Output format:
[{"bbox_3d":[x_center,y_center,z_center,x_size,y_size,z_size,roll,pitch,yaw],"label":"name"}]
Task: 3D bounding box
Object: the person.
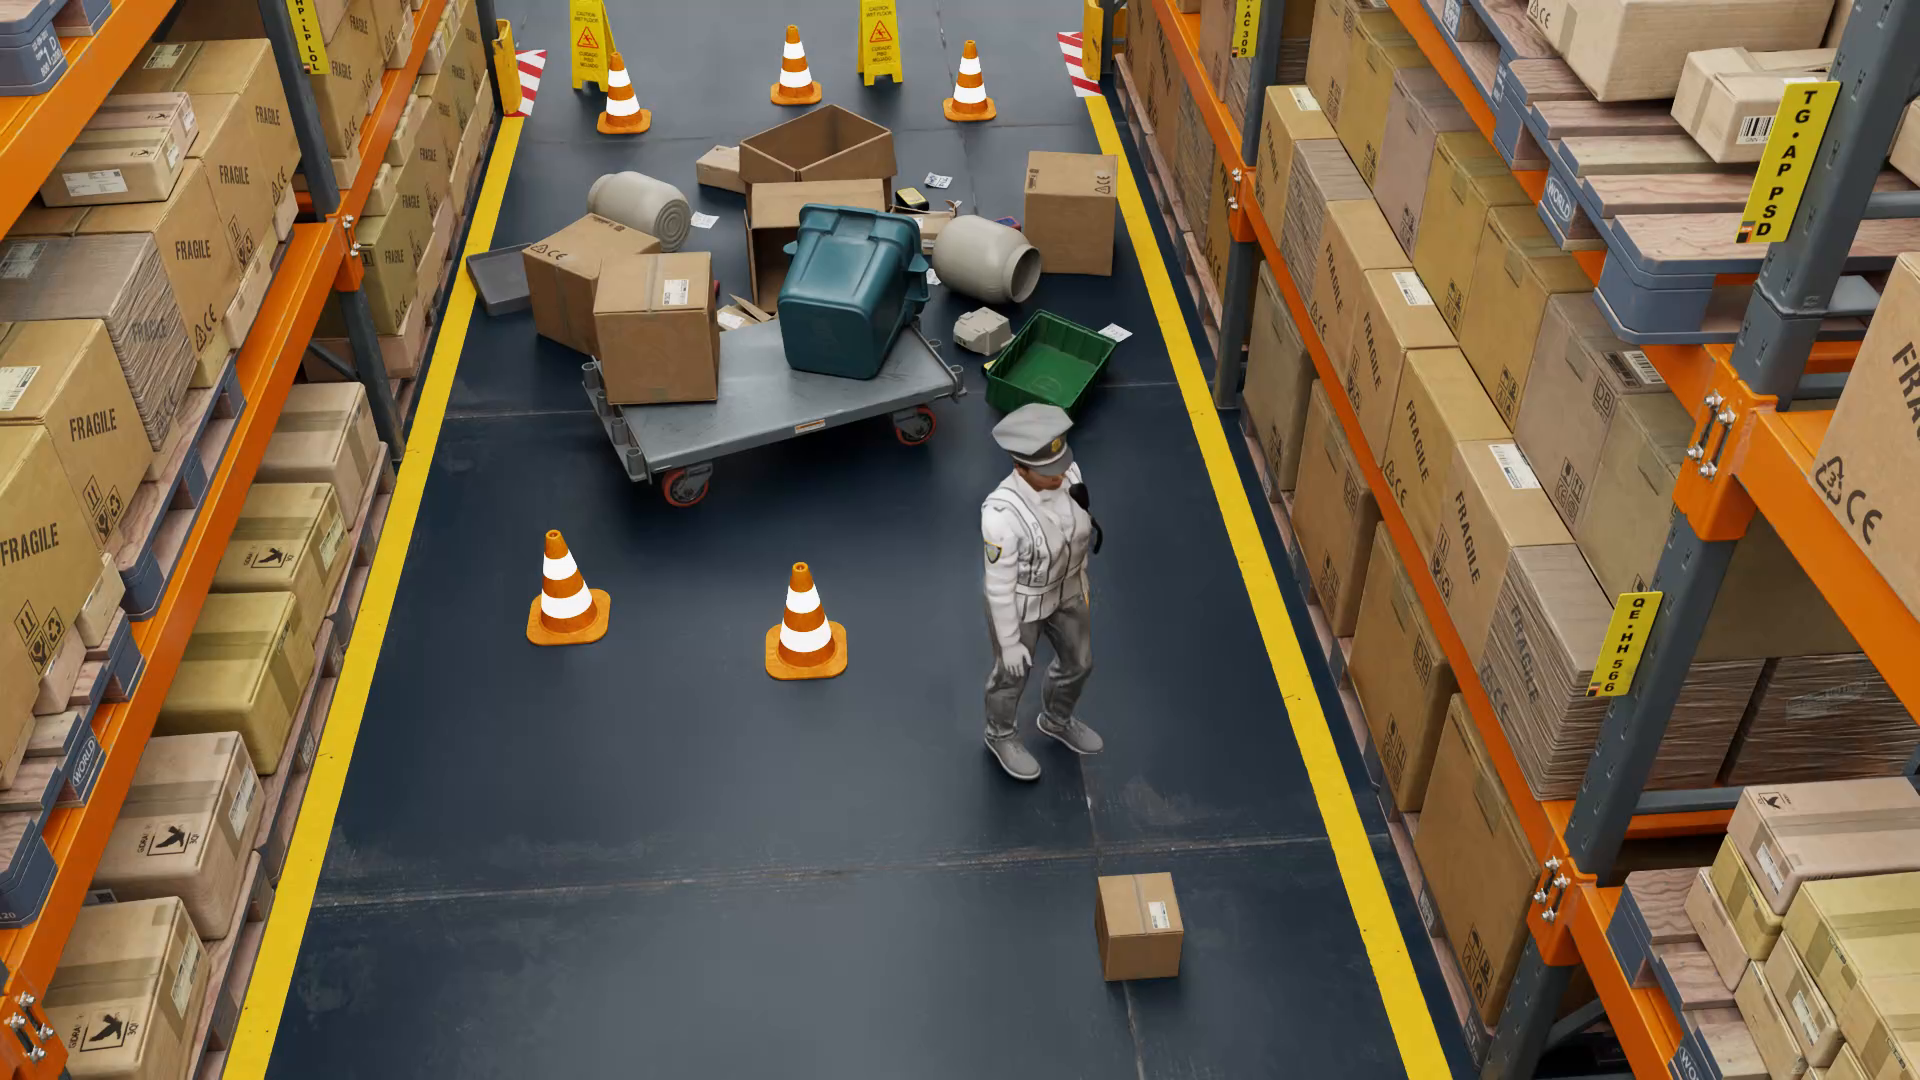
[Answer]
[{"bbox_3d":[0.271,0.214,5.895,0.377,1.704,0.562,31,49,32],"label":"person"}]
